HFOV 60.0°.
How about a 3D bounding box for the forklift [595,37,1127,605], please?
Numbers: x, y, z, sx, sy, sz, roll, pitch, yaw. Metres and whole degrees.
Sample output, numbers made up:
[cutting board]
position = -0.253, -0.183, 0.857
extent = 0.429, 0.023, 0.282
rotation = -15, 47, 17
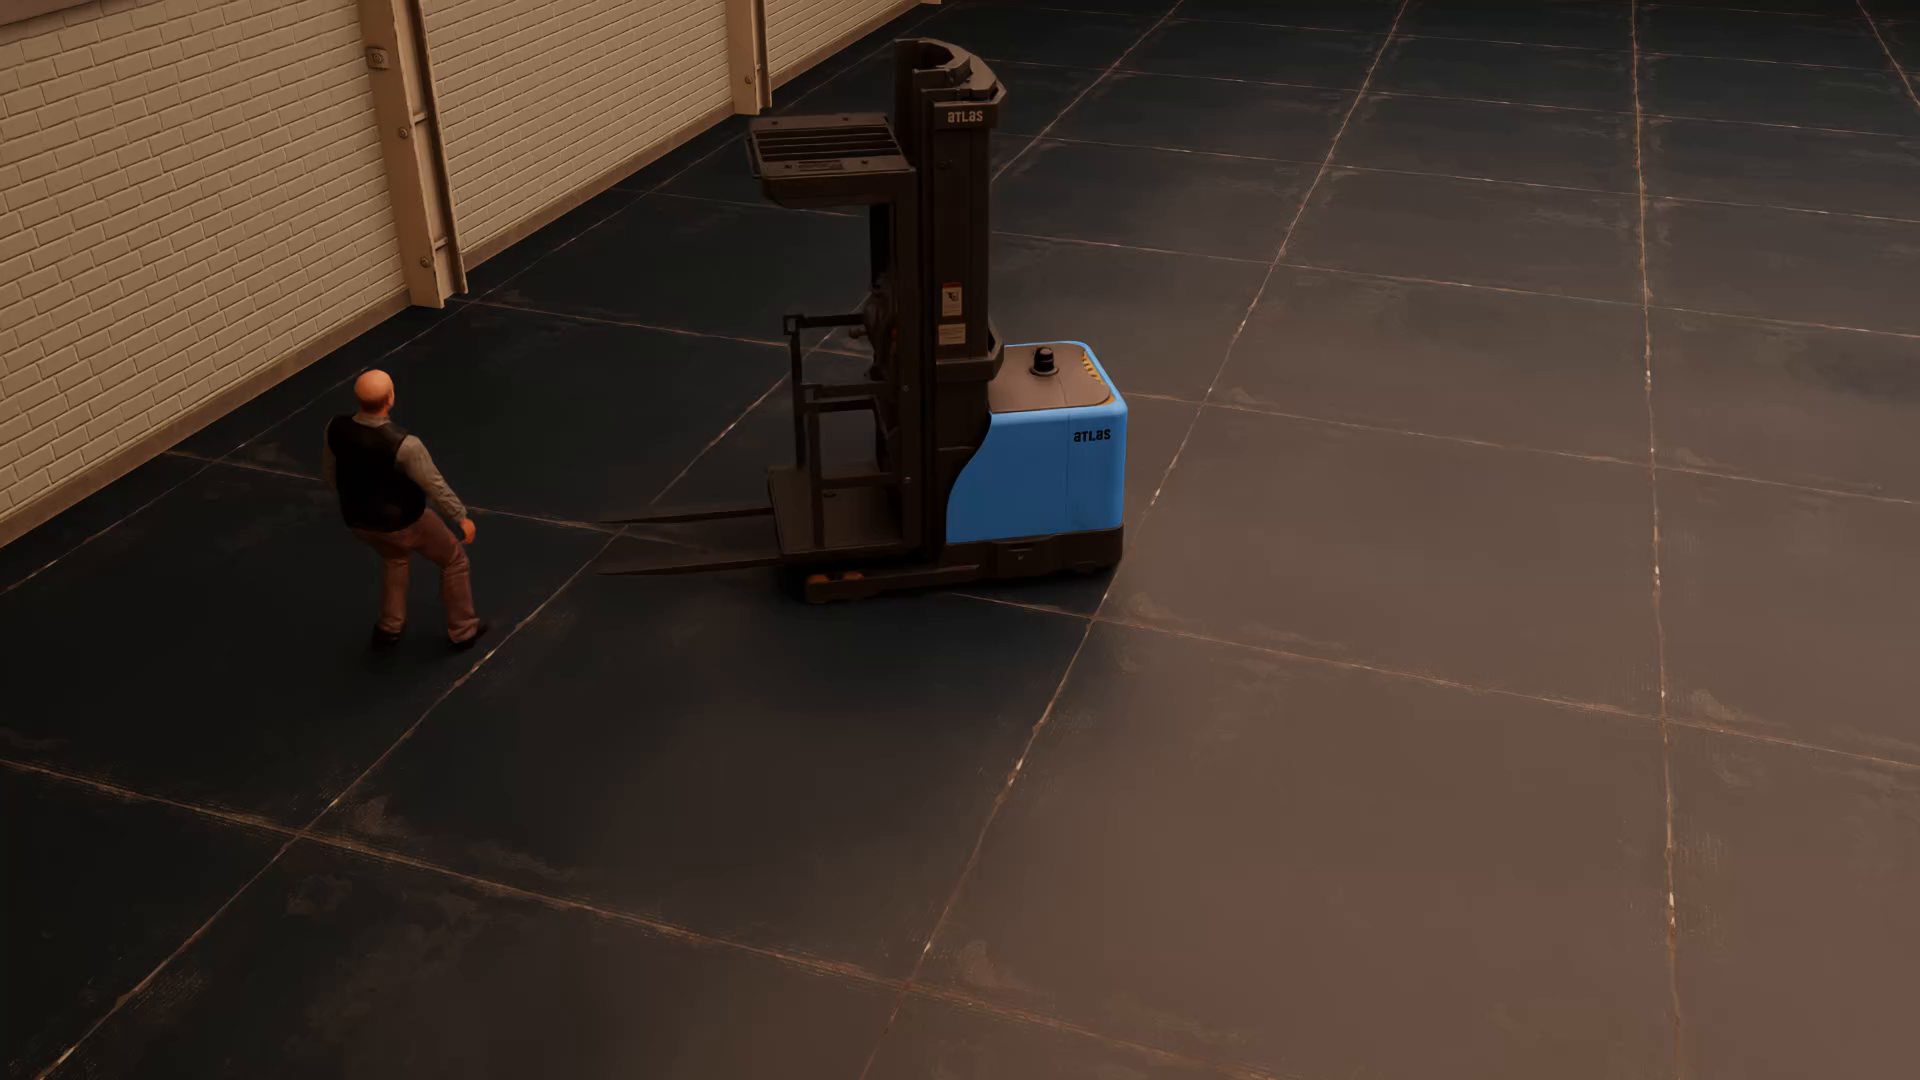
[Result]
[forklift]
position = -0.617, -1.191, 9.225
extent = 3.031, 2.935, 1.130
rotation = -5, 30, -9

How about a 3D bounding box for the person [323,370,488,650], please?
[person]
position = -2.898, -0.160, 8.719
extent = 0.764, 1.653, 0.513
rotation = 8, 31, 13
